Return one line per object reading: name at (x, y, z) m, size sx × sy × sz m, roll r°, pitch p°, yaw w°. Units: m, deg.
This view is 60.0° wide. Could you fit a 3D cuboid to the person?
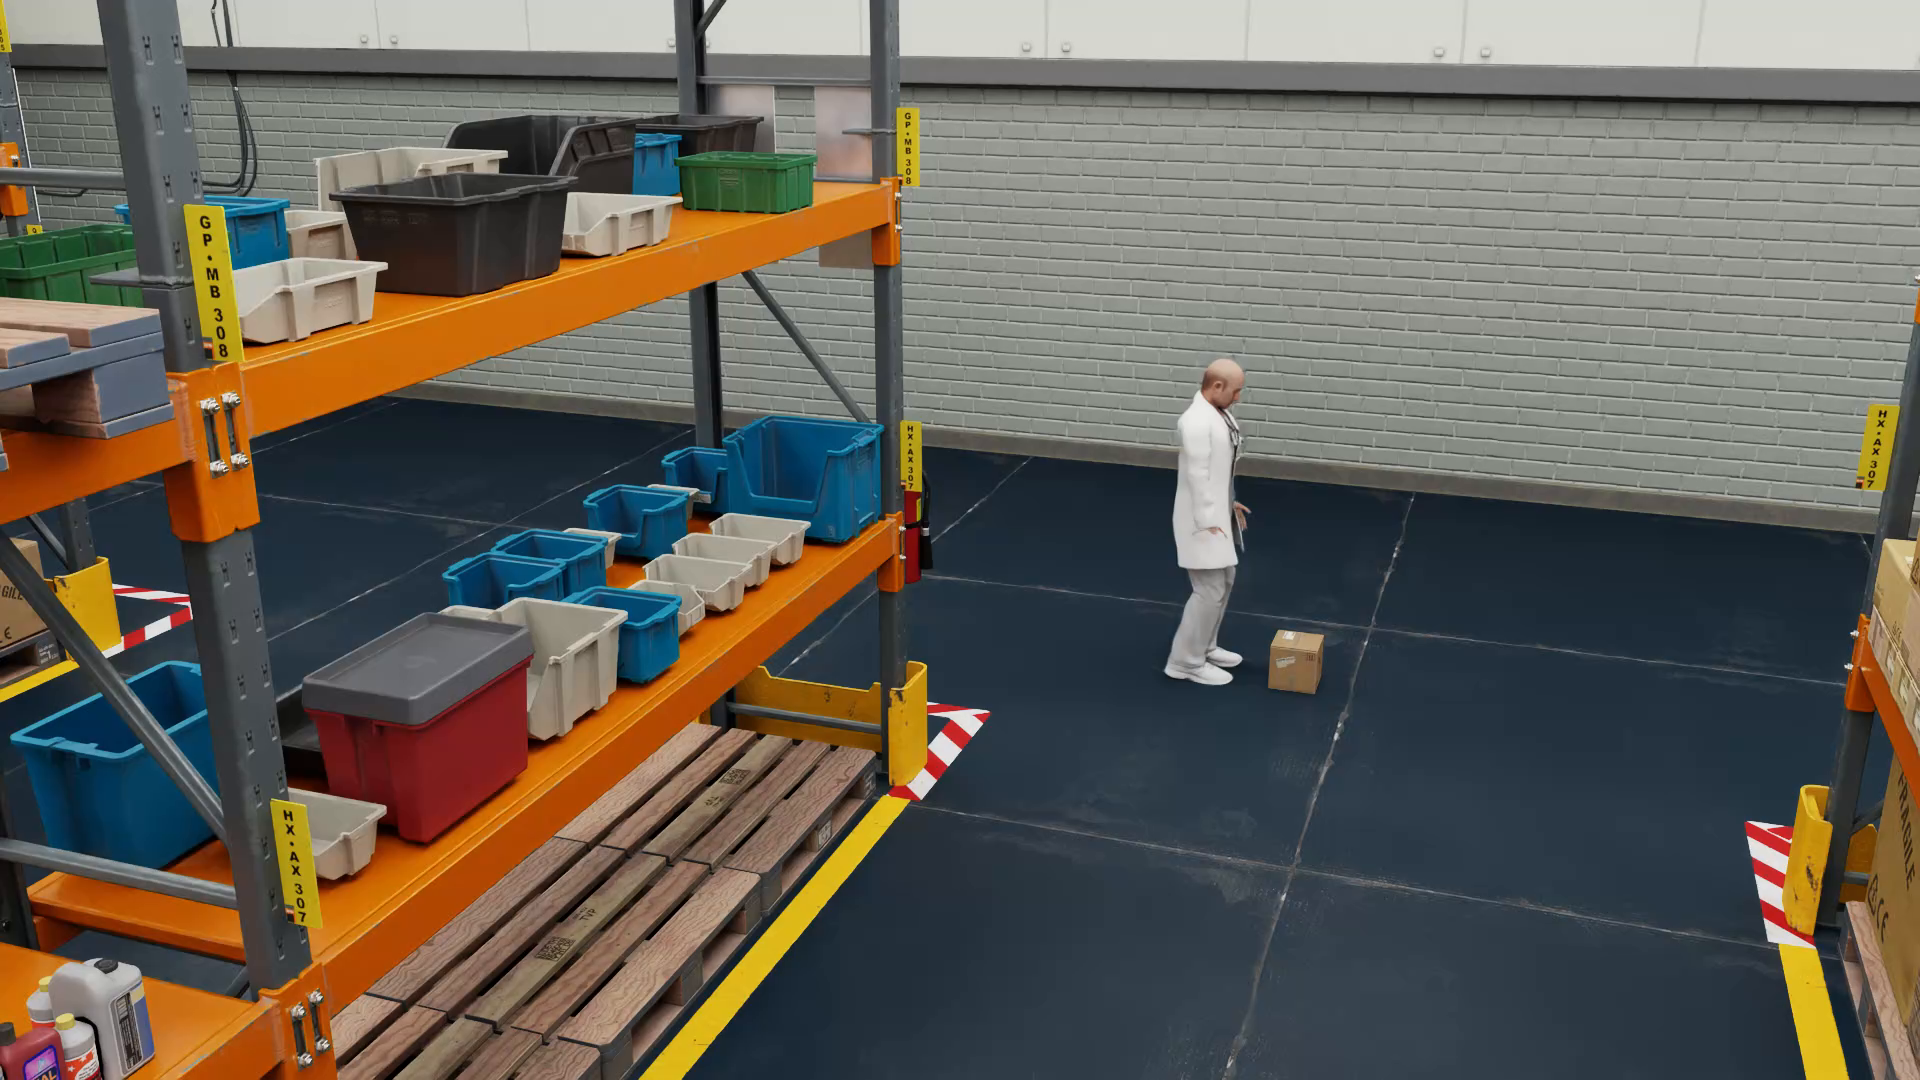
person at (1.359, -0.114, 8.970) m, size 0.383 × 1.763 × 0.572 m, roll 7°, pitch 20°, yaw 19°
